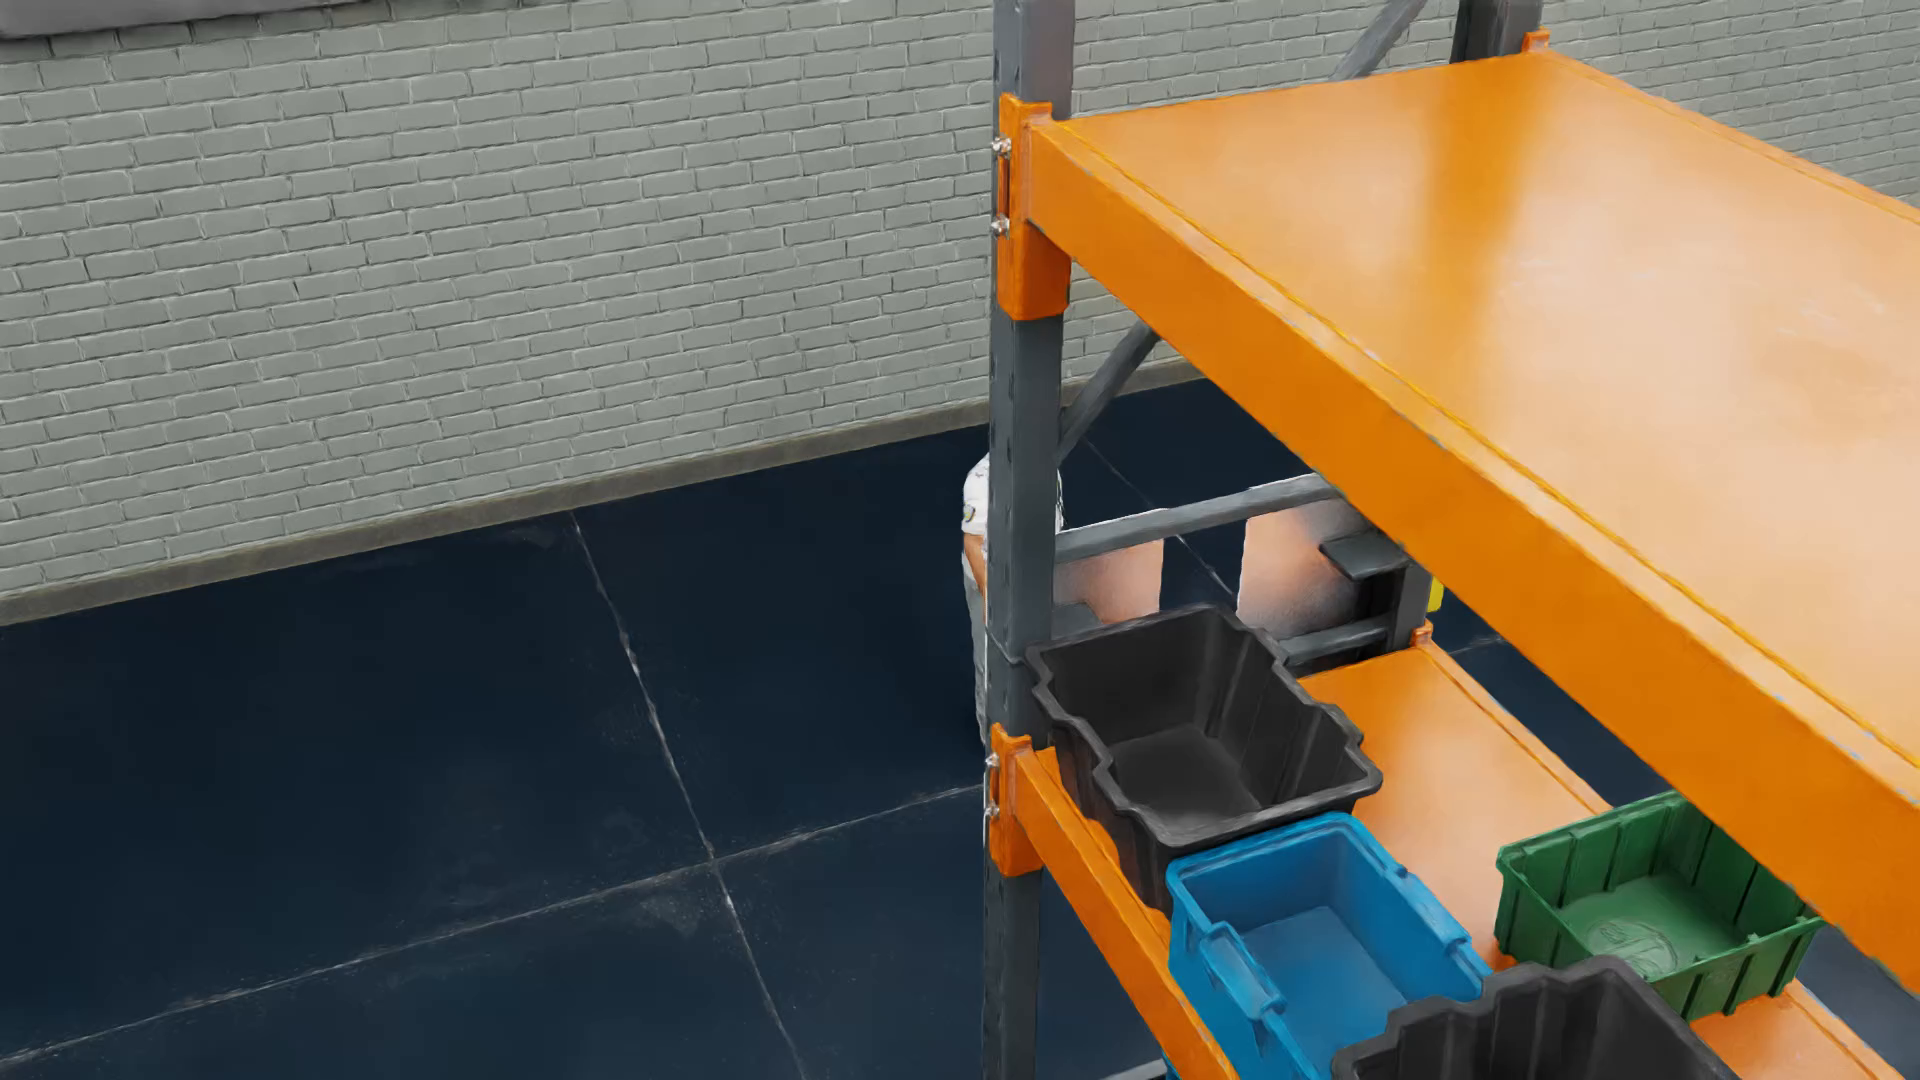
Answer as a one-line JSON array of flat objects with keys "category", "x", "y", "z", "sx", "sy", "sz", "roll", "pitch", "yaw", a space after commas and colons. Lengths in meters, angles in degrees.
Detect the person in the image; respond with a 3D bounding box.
[{"category": "person", "x": 0.249, "y": 0.217, "z": 7.240, "sx": 0.502, "sy": 1.762, "sz": 0.468, "roll": -13, "pitch": 36, "yaw": -19}]
